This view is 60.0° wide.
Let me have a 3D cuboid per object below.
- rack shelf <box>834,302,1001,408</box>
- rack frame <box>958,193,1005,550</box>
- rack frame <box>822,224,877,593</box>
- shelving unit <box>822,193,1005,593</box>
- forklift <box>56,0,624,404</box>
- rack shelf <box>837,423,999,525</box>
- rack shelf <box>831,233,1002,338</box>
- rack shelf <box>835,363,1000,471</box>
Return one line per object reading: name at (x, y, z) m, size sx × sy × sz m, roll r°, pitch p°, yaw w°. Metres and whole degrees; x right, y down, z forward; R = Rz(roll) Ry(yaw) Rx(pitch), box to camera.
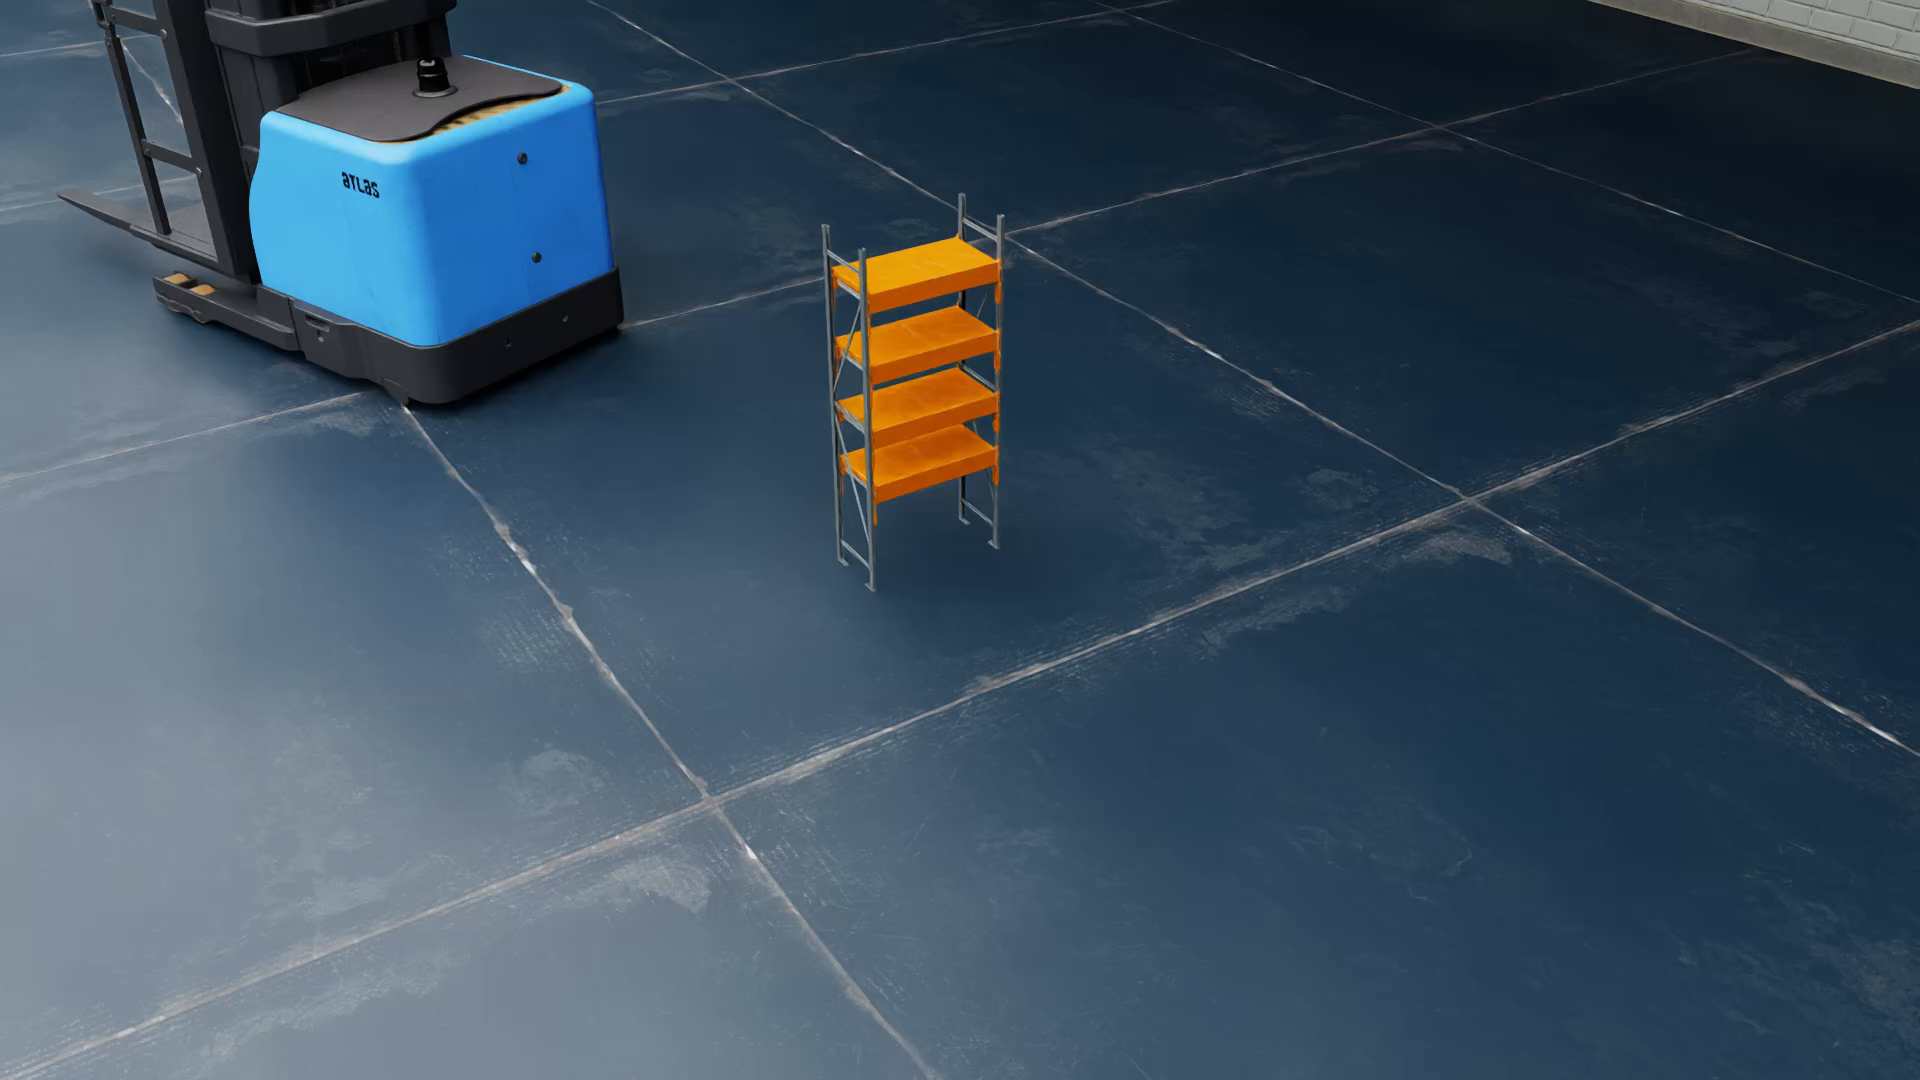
rack shelf at (-0.139, -0.592, 5.271) m, size 0.480 × 0.148 × 0.258 m, roll -19°, pitch 37°, yaw -27°
rack frame at (0.066, -0.530, 5.466) m, size 0.015 × 1.200 × 0.240 m, roll -19°, pitch 37°, yaw -27°
rack frame at (-0.344, -0.389, 5.242) m, size 0.015 × 1.200 × 0.240 m, roll -19°, pitch 37°, yaw -27°
shelving unit at (-0.139, -0.460, 5.354) m, size 0.503 × 1.200 × 0.258 m, roll -19°, pitch 37°, yaw -27°
forklift at (-2.925, -2.387, 6.787) m, size 3.031 × 2.935 × 1.130 m, roll 21°, pitch 38°, yaw 30°
rack shelf at (-0.139, -0.235, 5.496) m, size 0.480 × 0.148 × 0.258 m, roll -19°, pitch 37°, yaw -27°
rack shelf at (-0.139, -0.792, 5.144) m, size 0.480 × 0.148 × 0.258 m, roll -19°, pitch 37°, yaw -27°
rack shelf at (-0.139, -0.403, 5.390) m, size 0.480 × 0.148 × 0.258 m, roll -19°, pitch 37°, yaw -27°
